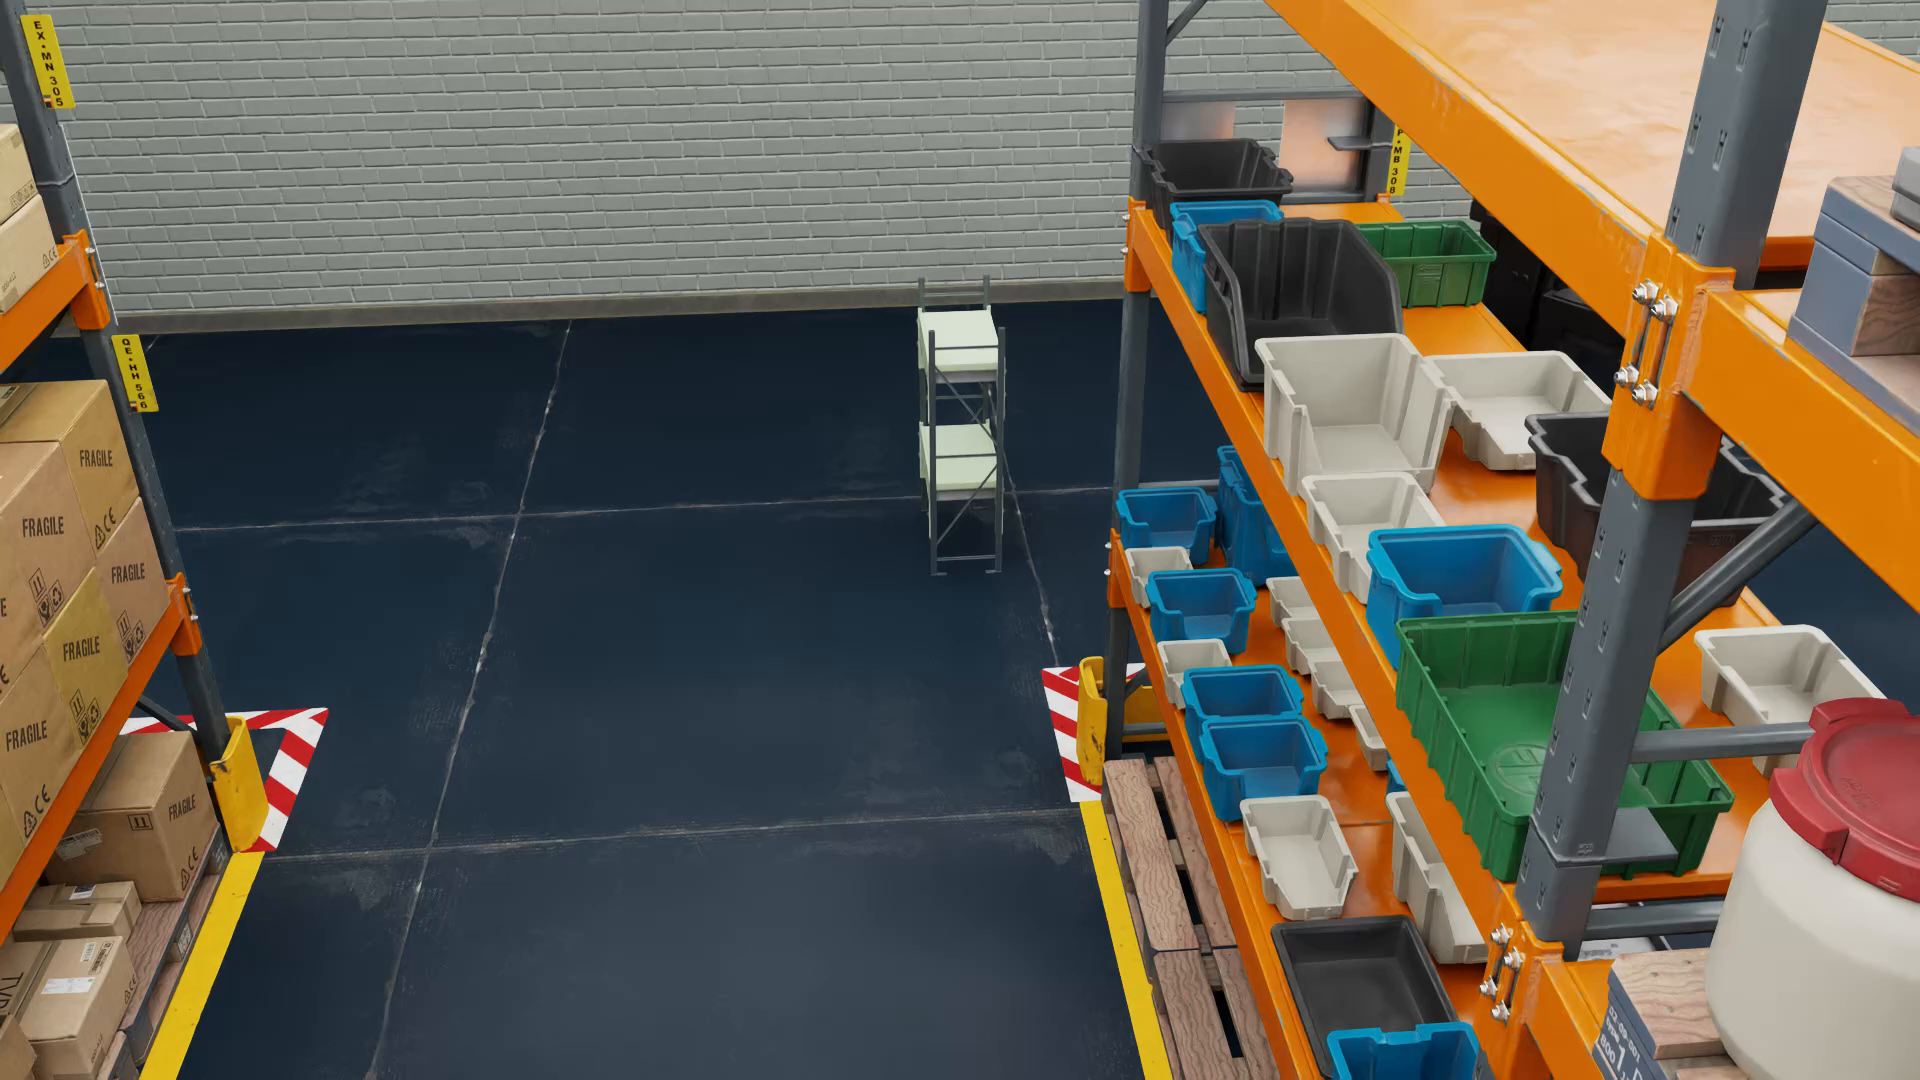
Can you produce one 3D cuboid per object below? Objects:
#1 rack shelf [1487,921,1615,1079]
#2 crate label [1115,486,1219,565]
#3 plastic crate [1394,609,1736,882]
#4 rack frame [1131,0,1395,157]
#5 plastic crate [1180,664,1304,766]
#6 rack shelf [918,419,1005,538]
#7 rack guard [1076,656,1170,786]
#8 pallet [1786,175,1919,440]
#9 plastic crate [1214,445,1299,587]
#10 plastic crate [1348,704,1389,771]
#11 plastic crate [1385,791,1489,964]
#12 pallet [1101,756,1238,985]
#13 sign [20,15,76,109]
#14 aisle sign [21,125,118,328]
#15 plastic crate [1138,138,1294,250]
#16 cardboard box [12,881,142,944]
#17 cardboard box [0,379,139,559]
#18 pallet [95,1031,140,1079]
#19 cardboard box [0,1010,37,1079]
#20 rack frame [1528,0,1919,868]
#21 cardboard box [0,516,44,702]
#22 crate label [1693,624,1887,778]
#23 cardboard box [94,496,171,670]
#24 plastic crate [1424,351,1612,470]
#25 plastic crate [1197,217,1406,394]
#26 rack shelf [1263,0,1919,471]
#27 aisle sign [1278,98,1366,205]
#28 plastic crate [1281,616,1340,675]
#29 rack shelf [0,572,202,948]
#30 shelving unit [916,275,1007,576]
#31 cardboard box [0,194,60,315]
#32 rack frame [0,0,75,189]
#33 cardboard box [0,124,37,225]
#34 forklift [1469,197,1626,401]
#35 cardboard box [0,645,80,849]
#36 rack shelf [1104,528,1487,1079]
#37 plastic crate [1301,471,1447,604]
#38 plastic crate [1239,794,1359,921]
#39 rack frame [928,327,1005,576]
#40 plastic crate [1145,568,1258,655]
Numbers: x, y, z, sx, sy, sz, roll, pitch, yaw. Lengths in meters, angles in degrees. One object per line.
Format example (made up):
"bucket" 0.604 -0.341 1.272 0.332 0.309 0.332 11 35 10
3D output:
"rack shelf" 1.730 1.852 1.501 1.077 0.370 4.000 -3 31 -5
"crate label" 0.864 -0.044 7.004 0.416 0.233 0.303 -3 31 -5
"plastic crate" 1.202 0.411 3.418 0.450 0.188 0.662 -3 31 -5
"rack frame" 1.169 -2.808 5.676 1.000 3.000 0.127 -3 31 -5
"plastic crate" 0.987 0.628 5.879 0.416 0.233 0.300 -3 31 -5
"rack shelf" 0.001 -0.361 9.527 0.431 0.370 0.720 -3 31 -5
"rack guard" 1.154 0.829 7.875 1.175 0.500 0.348 -3 31 -5
"pallet" 1.651 -0.092 1.703 1.003 0.211 1.213 -3 31 -5
"plastic crate" 1.386 -0.111 6.919 0.616 0.435 0.499 -3 31 -5
"plastic crate" 1.535 0.703 5.847 0.298 0.136 0.250 -3 31 -5
"plastic crate" 1.584 1.047 5.130 0.437 0.282 0.530 -3 31 -5
"pallet" 1.208 1.388 7.221 1.003 0.211 1.213 -3 31 -5
"sign" -3.208 -1.681 5.851 0.100 0.325 0.005 -3 31 -5
"aisle sign" -3.464 -1.162 6.236 0.394 0.787 0.004 -3 31 -5
"plastic crate" 0.928 -1.254 6.127 0.497 0.269 0.590 -3 31 -5
"cardboard box" -3.519 1.507 6.635 0.380 0.166 0.250 -3 31 -5
"cardboard box" -3.448 -0.255 6.180 0.500 0.500 0.500 -3 31 -5
"pallet" -3.570 2.268 5.749 1.003 0.211 1.213 -3 31 -5
"cardboard box" -3.570 1.969 5.534 0.797 0.503 0.637 -3 31 -5
"rack frame" 1.543 -0.766 2.257 1.000 3.000 0.127 -3 31 -5
"cardboard box" -3.346 0.267 5.305 0.500 0.500 0.500 -2 31 -3
"crate label" 1.785 0.372 3.535 0.293 0.136 0.466 -3 31 -5
"cardboard box" -3.450 0.176 6.434 0.500 0.500 0.500 -2 31 -3
"plastic crate" 1.609 -0.364 4.766 0.437 0.136 0.530 -3 31 -5
"plastic crate" 1.038 -0.700 5.133 0.504 0.338 0.767 -3 31 -5
"rack shelf" 1.356 -1.306 4.253 1.077 0.370 4.000 -3 31 -5
"aisle sign" 1.454 -1.399 6.633 0.394 0.787 0.004 -3 31 -5
"plastic crate" 1.438 0.411 6.335 0.396 0.136 0.243 -3 31 -5
"rack shelf" -3.576 1.333 5.295 1.077 0.370 4.000 -3 31 -5
"shelving unit" 0.001 -0.640 9.360 0.431 1.500 0.755 -3 31 -5
"cardboard box" -3.452 -0.971 5.671 0.500 0.250 0.500 -3 31 -5
"rack frame" -3.763 -2.572 5.282 1.000 3.000 0.127 -3 31 -5
"cardboard box" -3.461 -1.185 5.543 0.500 0.250 0.500 -3 31 -5
"forklift" 2.888 -0.144 7.134 1.130 2.935 3.031 -24 38 -34
"cardboard box" -3.357 0.695 5.563 0.500 0.500 0.500 -3 31 -4
"rack shelf" 1.356 1.098 5.689 1.077 0.370 4.000 -3 31 -5
"plastic crate" 1.045 0.004 4.150 0.293 0.136 0.466 -3 31 -5
"plastic crate" 1.081 1.023 5.312 0.293 0.136 0.466 -3 31 -5
"rack frame" 0.035 -0.454 9.047 0.400 1.500 0.023 -3 31 -5
"plastic crate" 0.926 0.292 6.442 0.416 0.233 0.300 -3 31 -5
